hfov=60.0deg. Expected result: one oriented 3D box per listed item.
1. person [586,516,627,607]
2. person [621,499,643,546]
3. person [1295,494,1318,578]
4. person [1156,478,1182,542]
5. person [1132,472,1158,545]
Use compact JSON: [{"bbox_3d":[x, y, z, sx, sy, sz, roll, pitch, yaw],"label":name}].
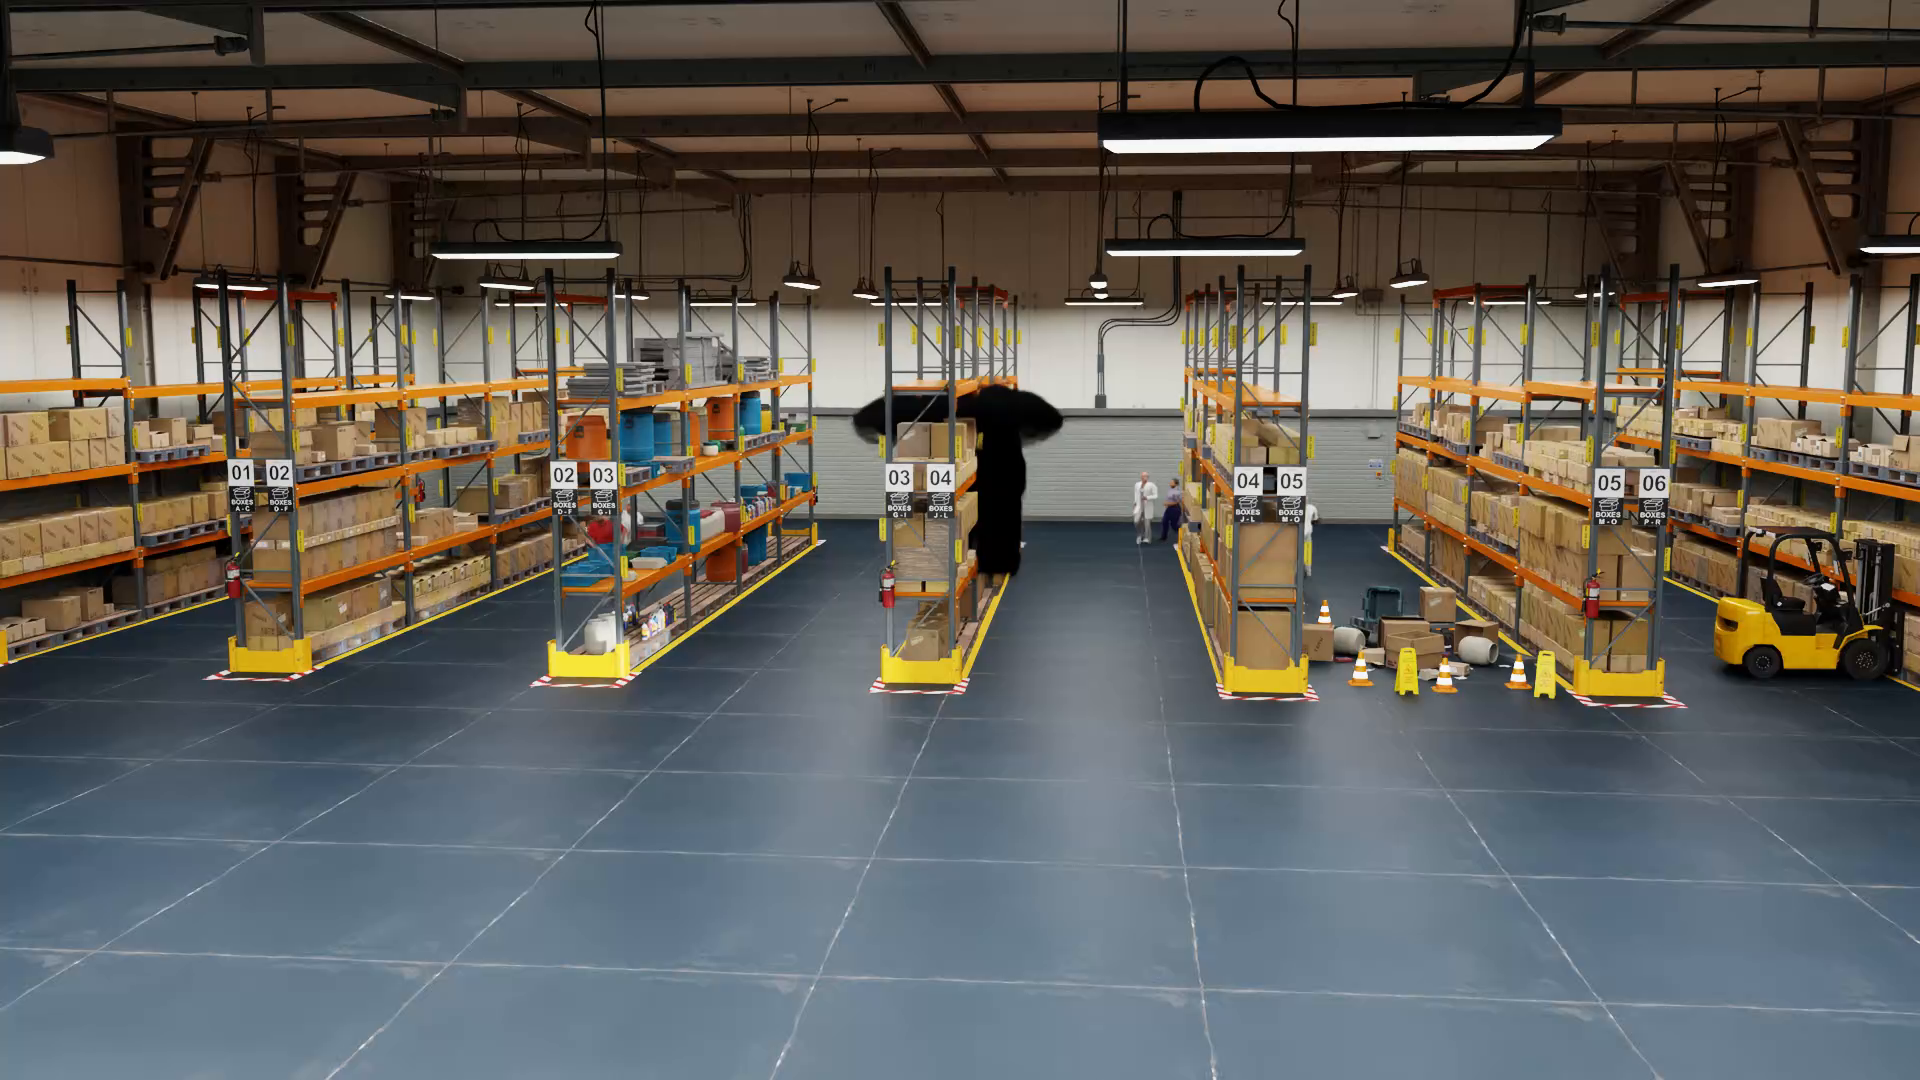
[{"bbox_3d":[-6.398,0.291,30.152,0.671,1.763,0.904,3,7,21],"label":"person"},{"bbox_3d":[-6.429,0.048,32.524,0.526,1.724,0.784,1,7,5],"label":"person"},{"bbox_3d":[6.786,-0.110,33.047,0.720,1.711,0.964,0,7,0],"label":"person"},{"bbox_3d":[5.221,-0.710,40.672,0.700,1.633,0.741,-1,7,-10],"label":"person"},{"bbox_3d":[4.457,-0.759,40.213,0.681,1.770,0.740,4,8,28],"label":"person"}]
